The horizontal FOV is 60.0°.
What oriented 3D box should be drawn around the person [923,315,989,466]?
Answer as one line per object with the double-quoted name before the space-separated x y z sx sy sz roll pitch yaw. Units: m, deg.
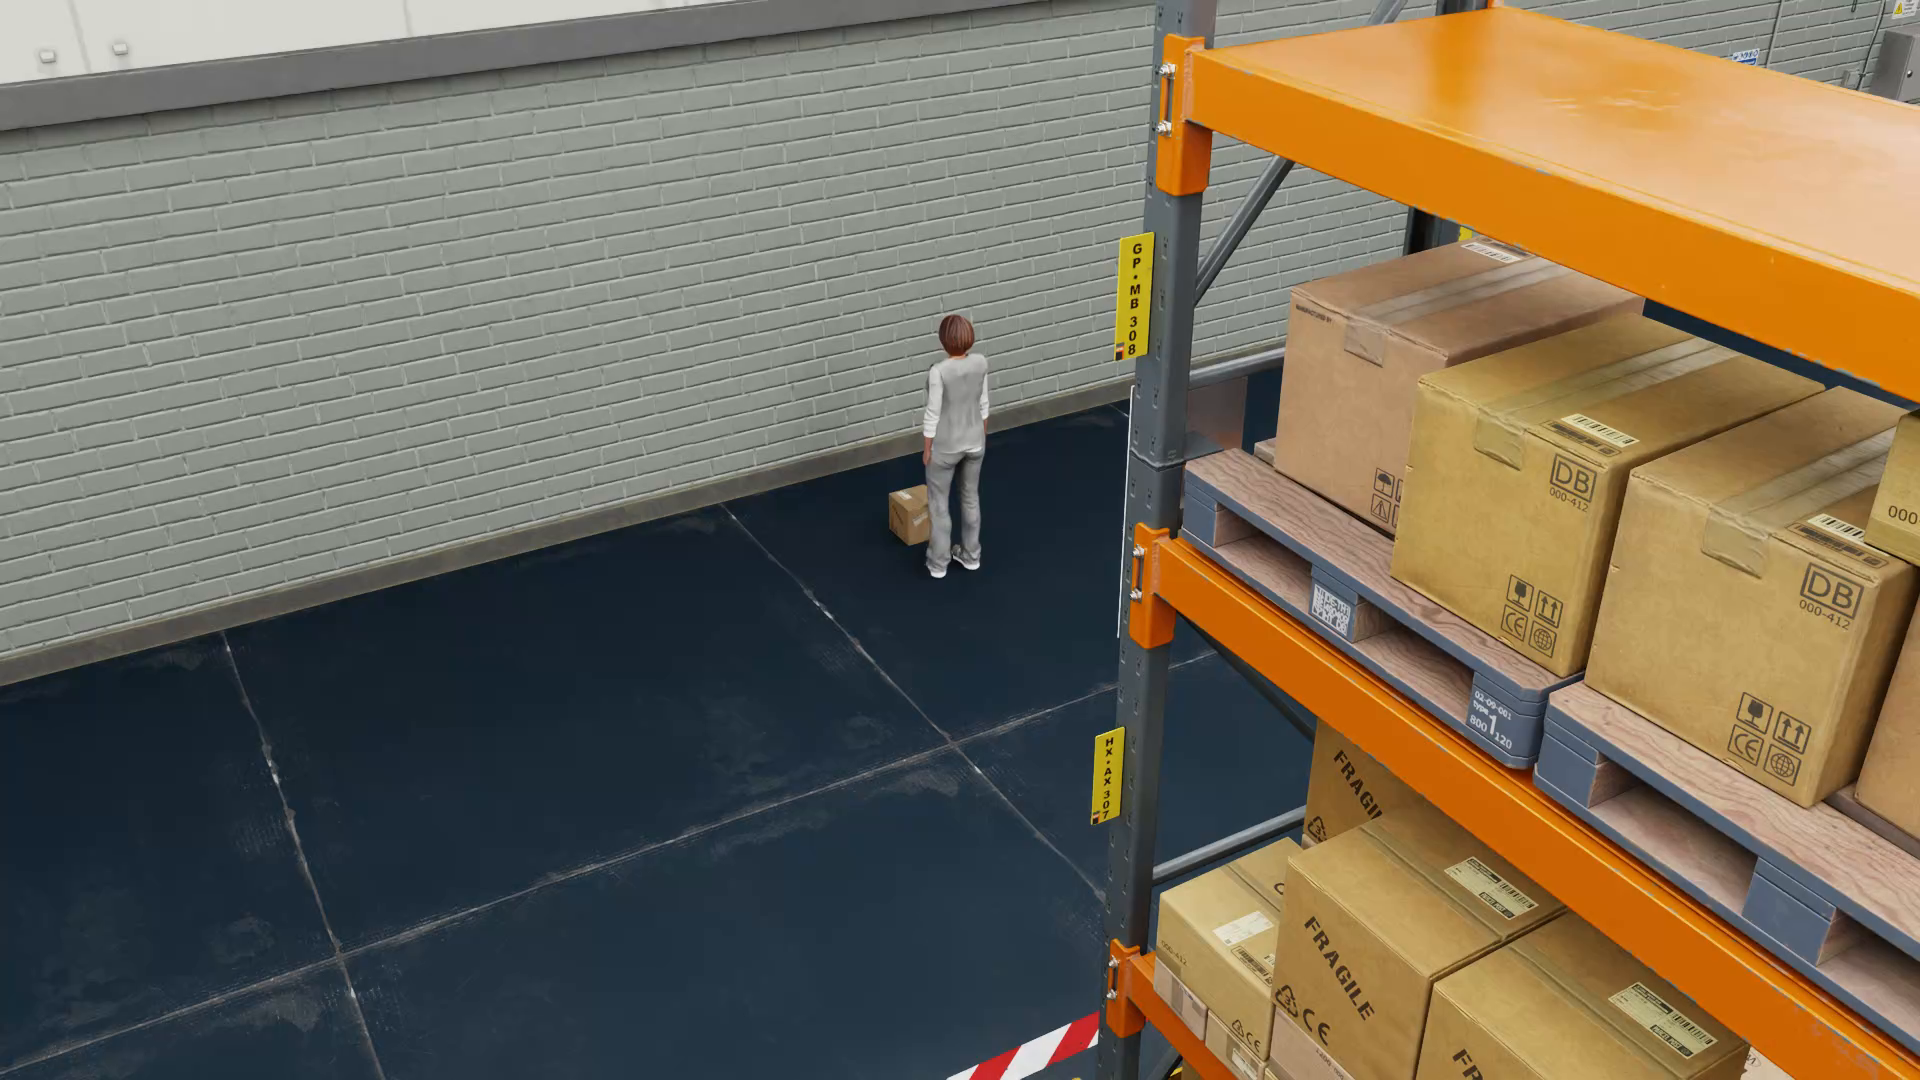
"person" -0.028 -0.783 9.370 0.414 0.821 0.302 -16 33 -26
